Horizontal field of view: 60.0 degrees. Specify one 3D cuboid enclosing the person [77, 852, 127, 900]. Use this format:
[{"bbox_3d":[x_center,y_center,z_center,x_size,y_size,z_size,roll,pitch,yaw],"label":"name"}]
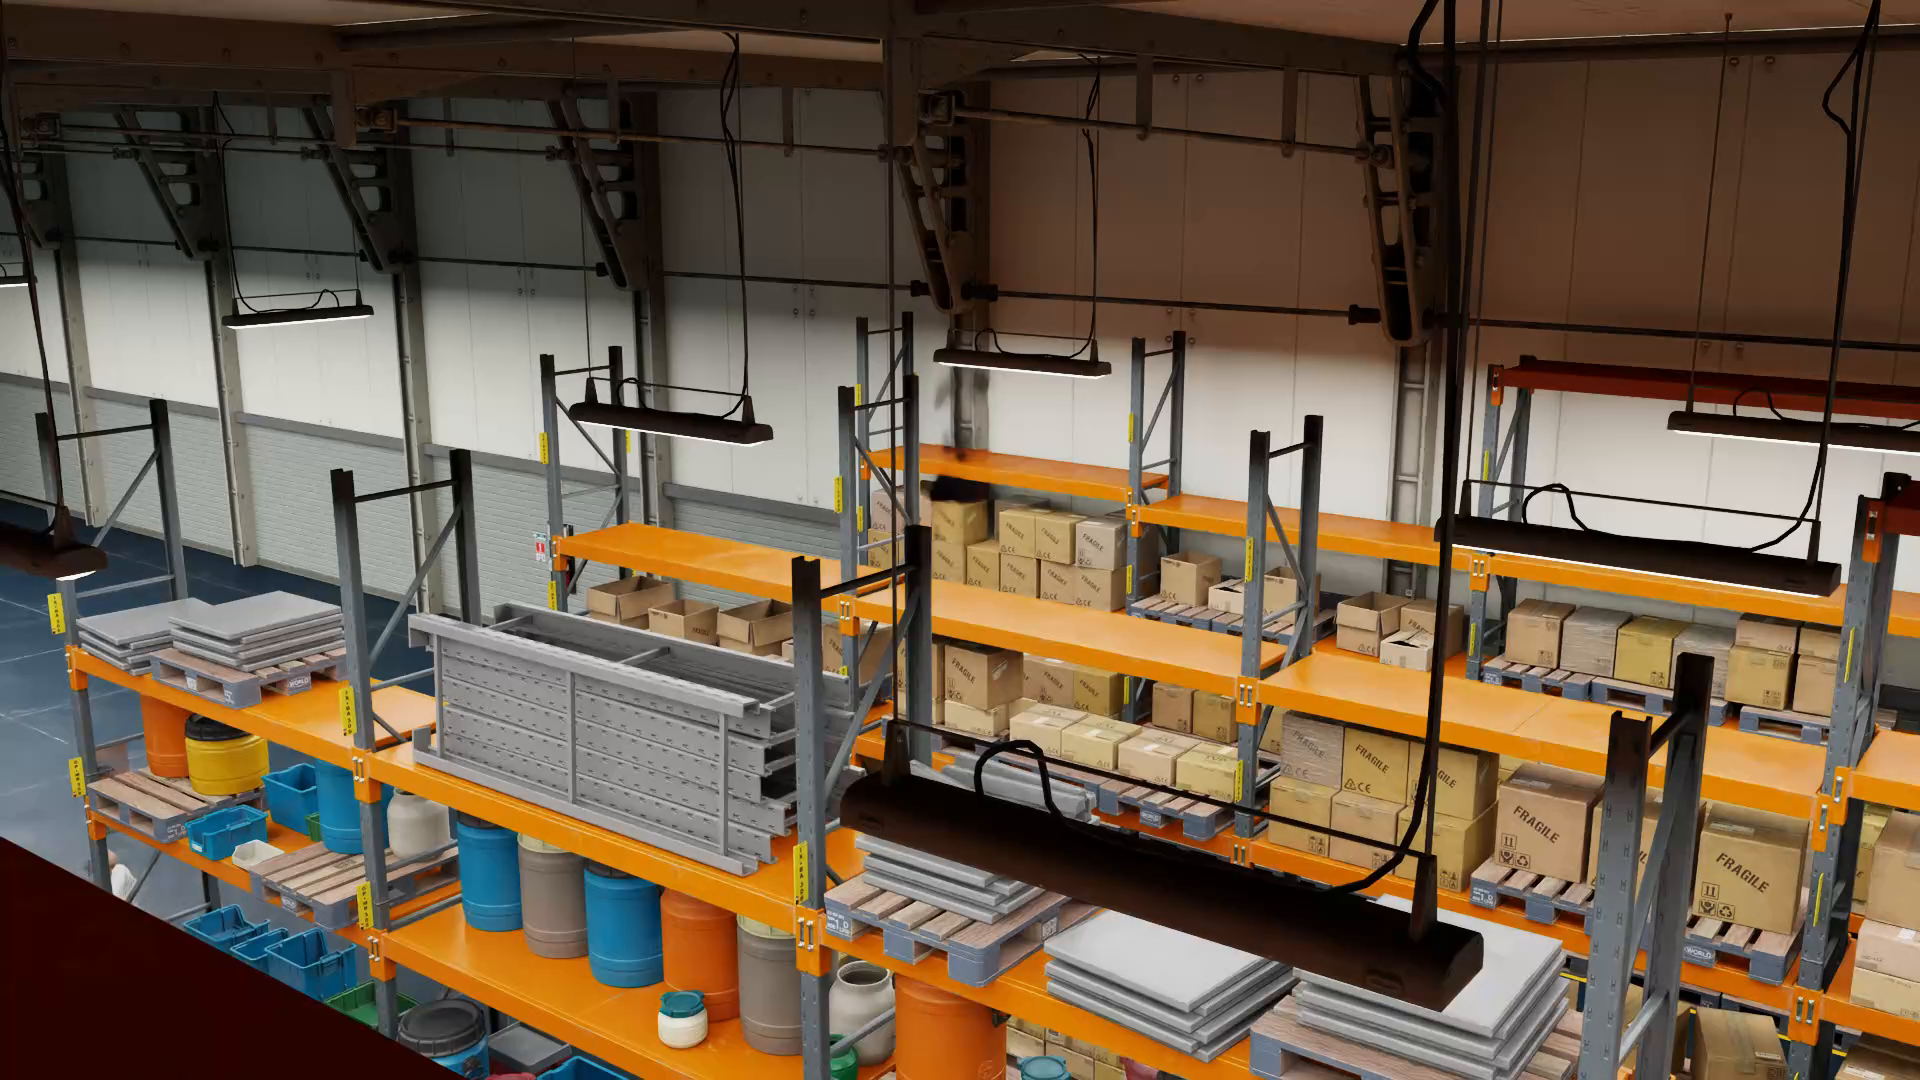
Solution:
[{"bbox_3d":[-8.100,3.695,15.560,0.575,1.705,0.725,-5,14,-21],"label":"person"}]
